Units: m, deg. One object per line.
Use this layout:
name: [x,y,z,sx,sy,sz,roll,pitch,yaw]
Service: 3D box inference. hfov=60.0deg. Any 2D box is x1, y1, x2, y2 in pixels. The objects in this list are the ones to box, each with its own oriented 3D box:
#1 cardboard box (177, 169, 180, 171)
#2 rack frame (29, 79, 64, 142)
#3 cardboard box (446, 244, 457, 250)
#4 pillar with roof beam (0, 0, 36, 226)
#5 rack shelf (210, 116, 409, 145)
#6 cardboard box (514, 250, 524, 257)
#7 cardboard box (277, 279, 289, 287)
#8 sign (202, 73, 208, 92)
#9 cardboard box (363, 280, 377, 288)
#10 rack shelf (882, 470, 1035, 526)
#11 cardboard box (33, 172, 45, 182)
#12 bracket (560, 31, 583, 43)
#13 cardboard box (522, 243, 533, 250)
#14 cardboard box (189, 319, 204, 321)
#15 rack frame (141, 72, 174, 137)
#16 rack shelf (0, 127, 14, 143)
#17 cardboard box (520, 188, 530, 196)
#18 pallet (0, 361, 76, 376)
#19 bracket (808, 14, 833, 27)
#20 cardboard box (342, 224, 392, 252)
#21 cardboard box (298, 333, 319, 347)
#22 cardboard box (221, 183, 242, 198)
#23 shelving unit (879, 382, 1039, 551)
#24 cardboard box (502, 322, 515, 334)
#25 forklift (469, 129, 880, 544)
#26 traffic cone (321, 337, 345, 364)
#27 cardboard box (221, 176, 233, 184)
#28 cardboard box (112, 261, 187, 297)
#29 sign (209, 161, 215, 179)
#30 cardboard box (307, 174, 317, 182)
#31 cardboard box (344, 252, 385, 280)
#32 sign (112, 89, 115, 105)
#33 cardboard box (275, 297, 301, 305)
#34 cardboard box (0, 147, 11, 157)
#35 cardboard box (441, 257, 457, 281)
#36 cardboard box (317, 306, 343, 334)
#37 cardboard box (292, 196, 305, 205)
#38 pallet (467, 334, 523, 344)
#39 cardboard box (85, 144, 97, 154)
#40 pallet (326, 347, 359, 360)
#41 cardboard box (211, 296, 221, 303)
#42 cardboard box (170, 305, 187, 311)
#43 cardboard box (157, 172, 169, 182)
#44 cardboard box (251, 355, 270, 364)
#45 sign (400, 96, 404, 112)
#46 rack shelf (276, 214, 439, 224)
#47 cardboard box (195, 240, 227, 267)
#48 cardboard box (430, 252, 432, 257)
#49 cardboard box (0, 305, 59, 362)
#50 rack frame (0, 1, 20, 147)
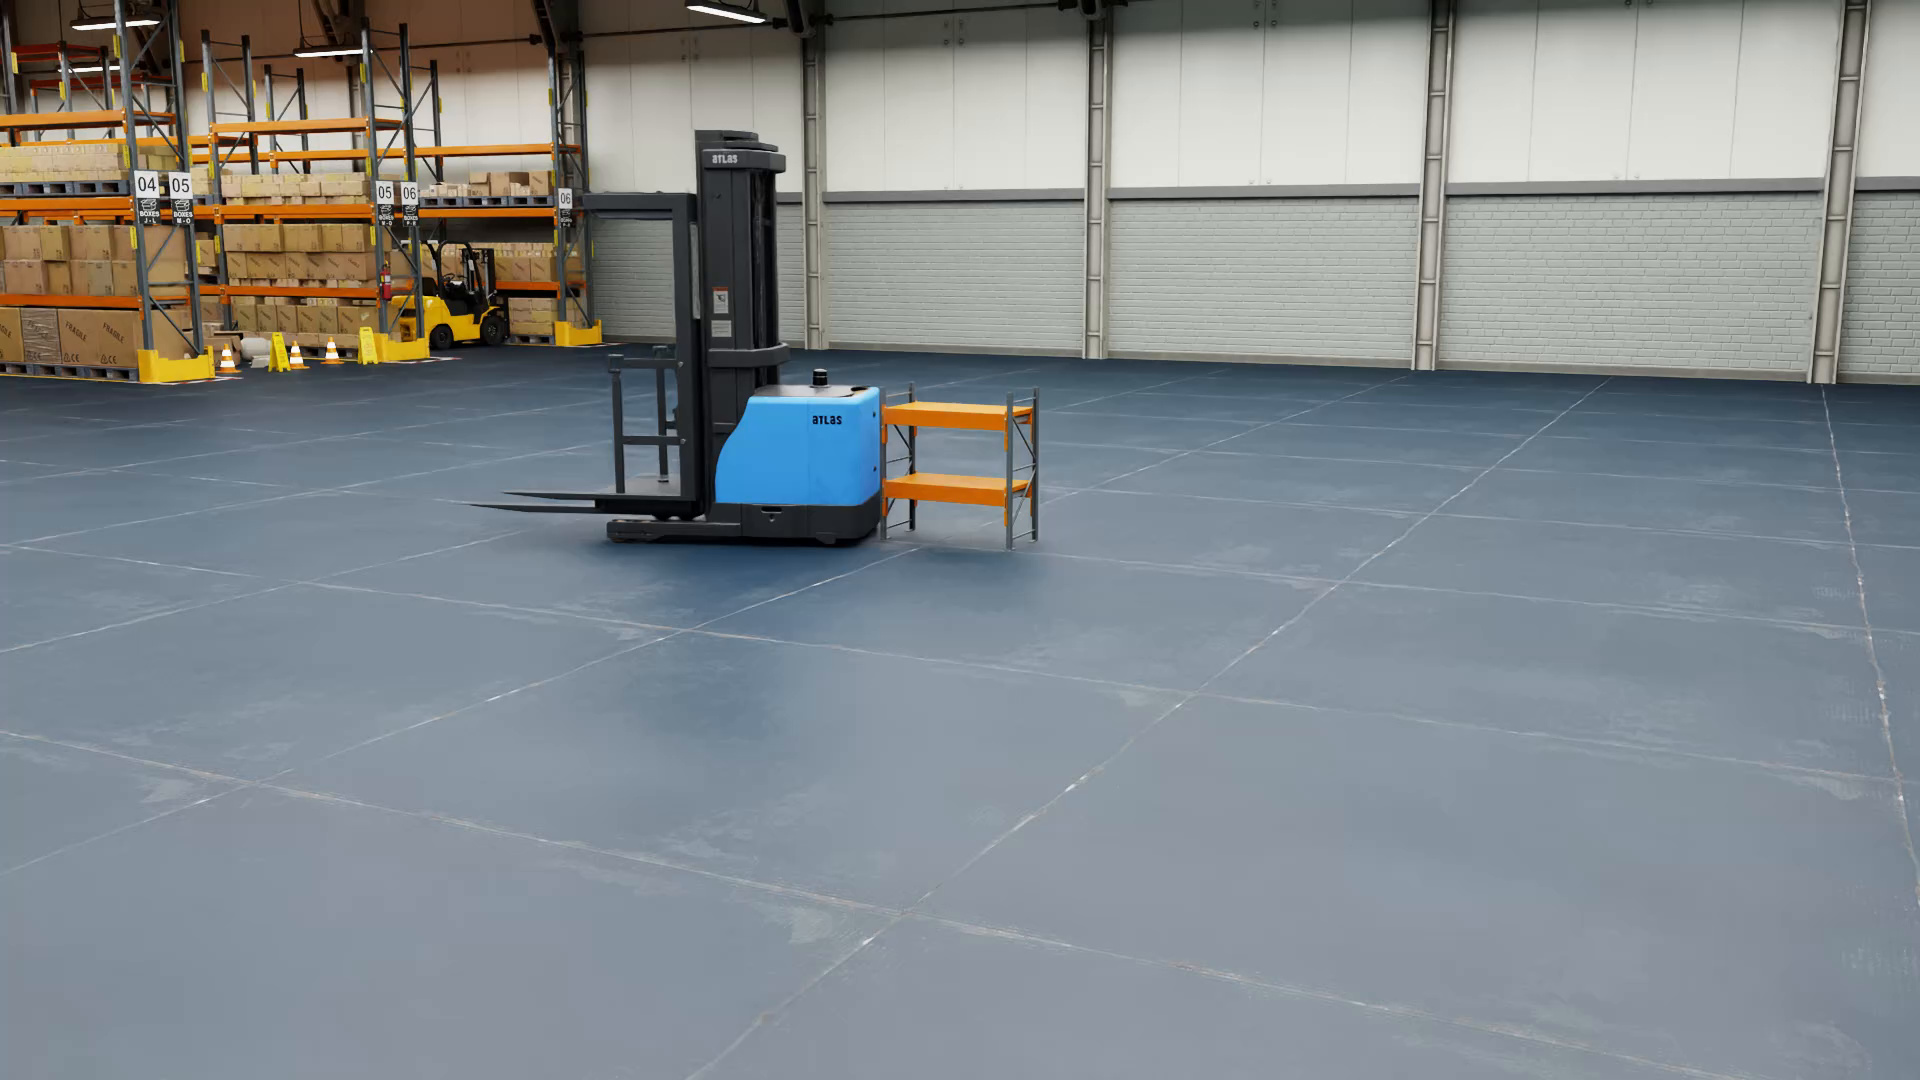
cardboard box: [-15.310,-7.070,32.287,0.500,0.250,0.500,5,12,27]
rack frame: [-22.378,-9.804,41.131,0.127,3.000,1.000,5,11,26]
cardboard box: [-10.769,-6.287,35.606,0.250,0.149,0.380,5,12,27]
pillar with roof beam: [-26.302,-9.472,39.301,0.548,9.000,9.100,5,11,26]
rack shelf: [-12.016,-7.552,30.718,4.000,0.370,1.077,5,11,26]
cardboard box: [-9.129,-6.009,34.906,0.250,0.149,0.380,5,11,25]
cardboard box: [-12.526,-4.811,31.095,0.250,0.149,0.380,5,11,26]
sign: [-14.050,-8.513,30.934,0.005,0.325,0.100,5,11,26]
cardboard box: [-10.652,-4.669,30.313,0.250,0.149,0.380,5,12,28]
rack shelf: [-0.006,-0.313,12.177,1.000,0.278,0.538,5,11,26]
cardboard box: [-14.369,-5.720,26.234,0.250,0.149,0.380,5,11,27]
bracket: [-8.040,-10.423,34.448,0.430,0.232,0.235,5,11,26]
cardboard box: [-8.925,-6.131,34.745,0.250,0.149,0.380,5,12,27]
cardboard box: [-15.551,-4.178,33.092,0.625,0.372,0.950,5,12,28]
rack frame: [-18.791,-9.488,39.389,0.127,3.000,1.000,5,11,26]
rack shelf: [-17.702,-6.873,28.082,4.000,0.370,1.077,5,11,26]
cardboard box: [-8.907,-7.216,34.500,0.250,0.149,0.380,5,11,24]
pallet: [-15.262,-2.870,27.494,1.213,0.211,1.003,5,11,26]
bracket: [-2.659,-9.951,31.836,0.430,0.232,0.235,5,11,26]
cardboard box: [-10.777,-5.491,30.222,0.500,0.500,0.700,5,11,24]
cardboard box: [-11.999,-3.755,31.094,0.500,0.250,0.500,5,11,24]
cardboard box: [-13.536,-6.583,31.345,0.500,0.250,0.500,5,11,25]
shelving unit: [-0.006,-0.554,12.133,1.048,1.125,0.538,5,11,26]
cardboard box: [-9.477,-4.513,35.282,0.500,0.250,0.500,5,11,26]
forklift: [-2.132,-1.508,12.333,3.031,2.935,1.130,1,10,8]
traffic cone: [-11.179,-3.377,29.592,0.334,0.463,0.336,5,11,26]
cardboard box: [-13.671,-6.781,31.317,0.250,0.149,0.380,5,11,25]
cardboard box: [-12.675,-4.095,26.013,0.550,0.550,0.875,5,11,26]
sign: [-14.052,-6.948,31.219,0.005,0.325,0.100,5,11,26]
cardboard box: [-11.751,-6.639,30.535,0.250,0.149,0.380,5,11,24]
cardboard box: [-10.831,-4.992,30.275,0.500,0.500,0.500,5,11,25]
sign: [-17.165,-8.966,33.658,0.005,0.325,0.100,5,11,26]
cardboard box: [-12.610,-4.485,31.202,0.250,0.149,0.380,6,12,29]
cardboard box: [-15.049,-6.172,26.495,0.250,0.149,0.380,5,11,25]
cardboard box: [-10.859,-5.840,35.795,0.500,0.500,0.500,5,12,27]
cardboard box: [-11.525,-4.082,30.800,0.500,0.500,0.500,6,12,28]
cardboard box: [-12.063,-6.248,30.610,0.250,0.149,0.380,5,11,25]
pallet: [-9.824,-4.369,35.775,1.213,0.211,1.003,5,11,26]
cardboard box: [-13.227,-6.012,25.611,0.250,0.149,0.380,5,12,27]
pallet: [-11.003,-3.501,30.983,1.213,0.211,1.003,5,11,26]
cardboard box: [-17.388,-5.669,39.147,0.250,0.149,0.380,5,12,28]
cardboard box: [-18.456,-5.439,39.699,0.500,0.500,0.500,6,12,28]
cardboard box: [-12.487,-5.686,26.046,0.250,0.149,0.380,5,11,26]
cardboard box: [-12.291,-3.176,29.358,0.380,0.149,0.250,-7,12,-33]
sign: [-11.846,-9.269,35.332,0.005,0.325,0.100,5,11,26]
rack shelf: [-13.410,-7.186,37.108,4.000,0.370,1.077,5,11,26]
cardboard box: [-14.325,-5.515,31.984,0.500,0.500,0.500,5,11,25]
cardboard box: [-11.214,-6.187,35.891,0.250,0.149,0.380,5,12,27]
cardboard box: [-15.376,-3.415,27.462,0.875,0.875,0.875,5,11,27]
rack frame: [-15.909,-7.266,27.112,0.127,3.000,1.000,5,11,26]
